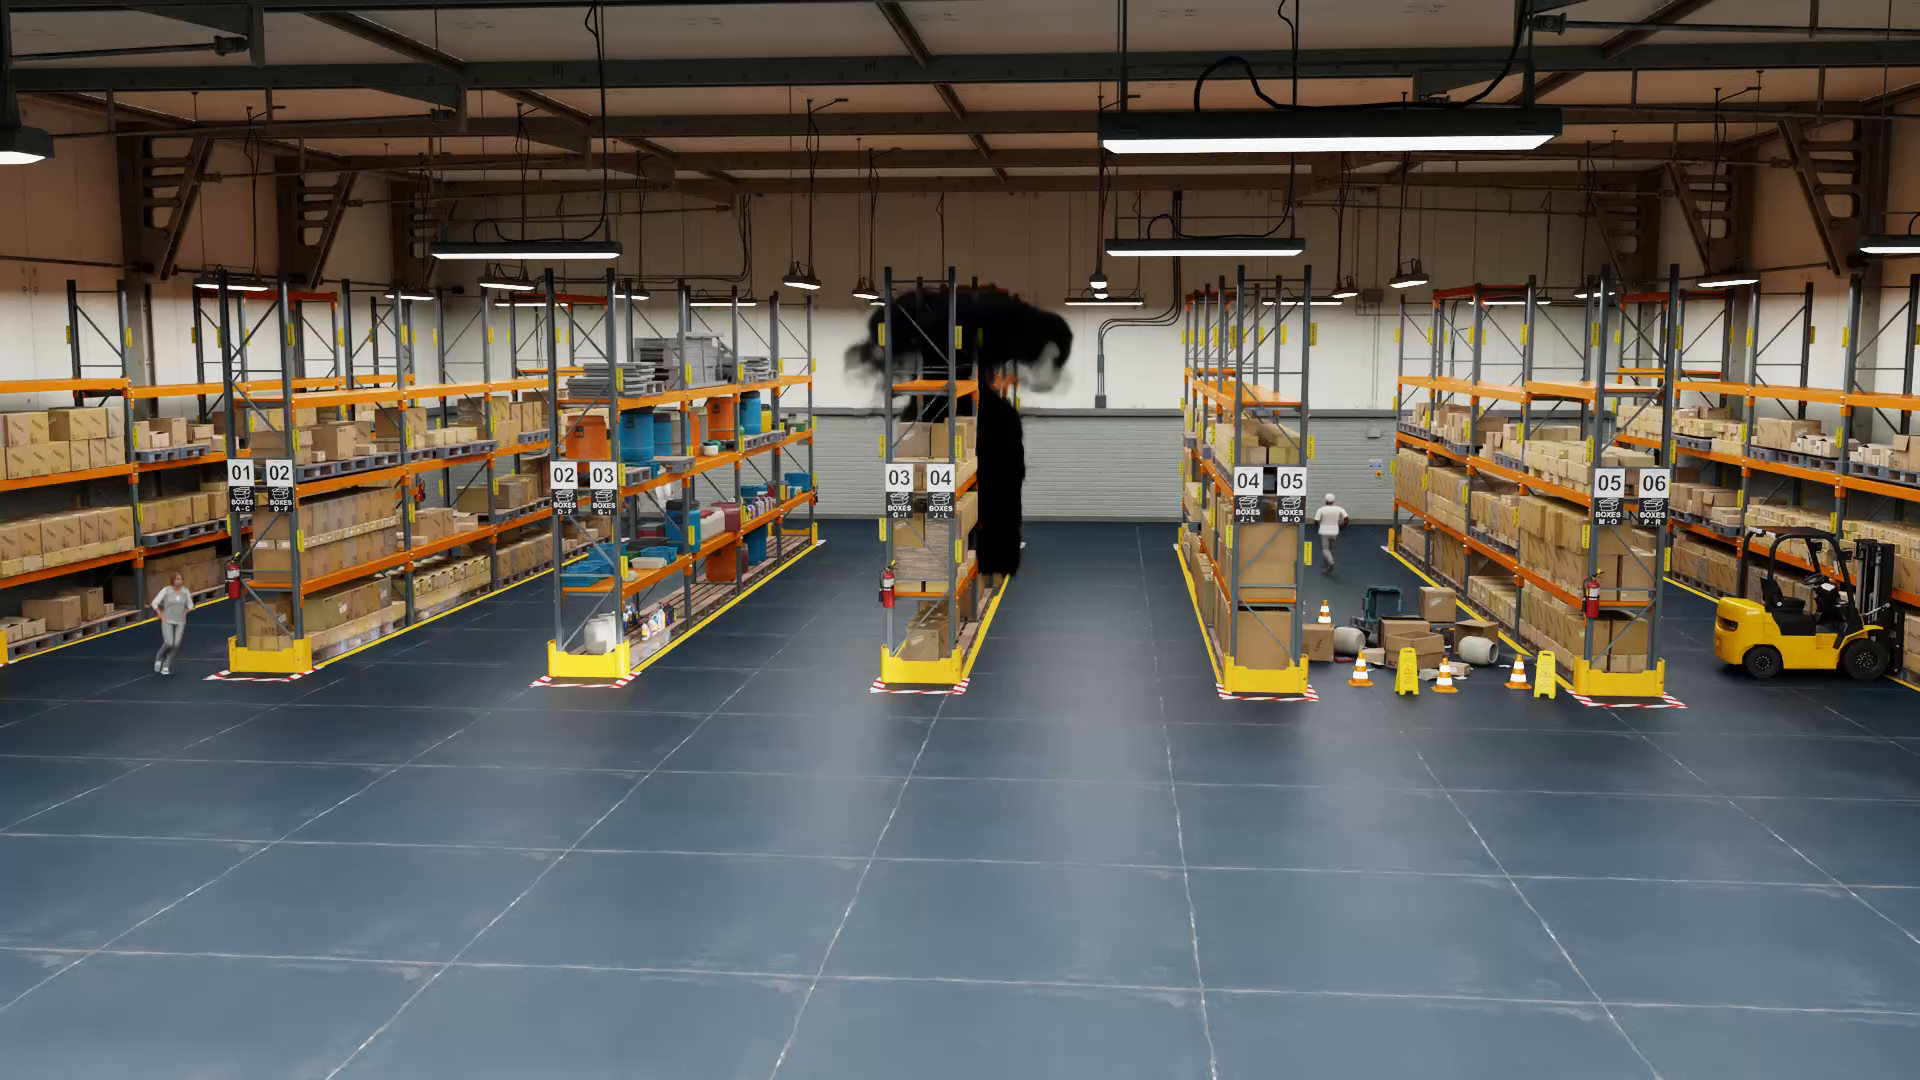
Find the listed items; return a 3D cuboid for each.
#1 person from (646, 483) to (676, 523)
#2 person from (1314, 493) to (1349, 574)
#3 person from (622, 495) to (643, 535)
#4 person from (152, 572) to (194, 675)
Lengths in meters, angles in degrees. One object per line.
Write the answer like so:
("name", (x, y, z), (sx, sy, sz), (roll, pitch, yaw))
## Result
("person", (-7.251, -0.795, 40.595), (0.698, 1.753, 0.954), (-5, 8, -34))
("person", (7.759, -0.104, 34.936), (0.699, 1.768, 0.927), (-1, 7, -7))
("person", (-8.193, -0.832, 41.678), (0.480, 1.597, 0.632), (3, 7, 20))
("person", (-11.676, 1.238, 24.745), (0.559, 1.534, 0.497), (-7, 10, -44))
